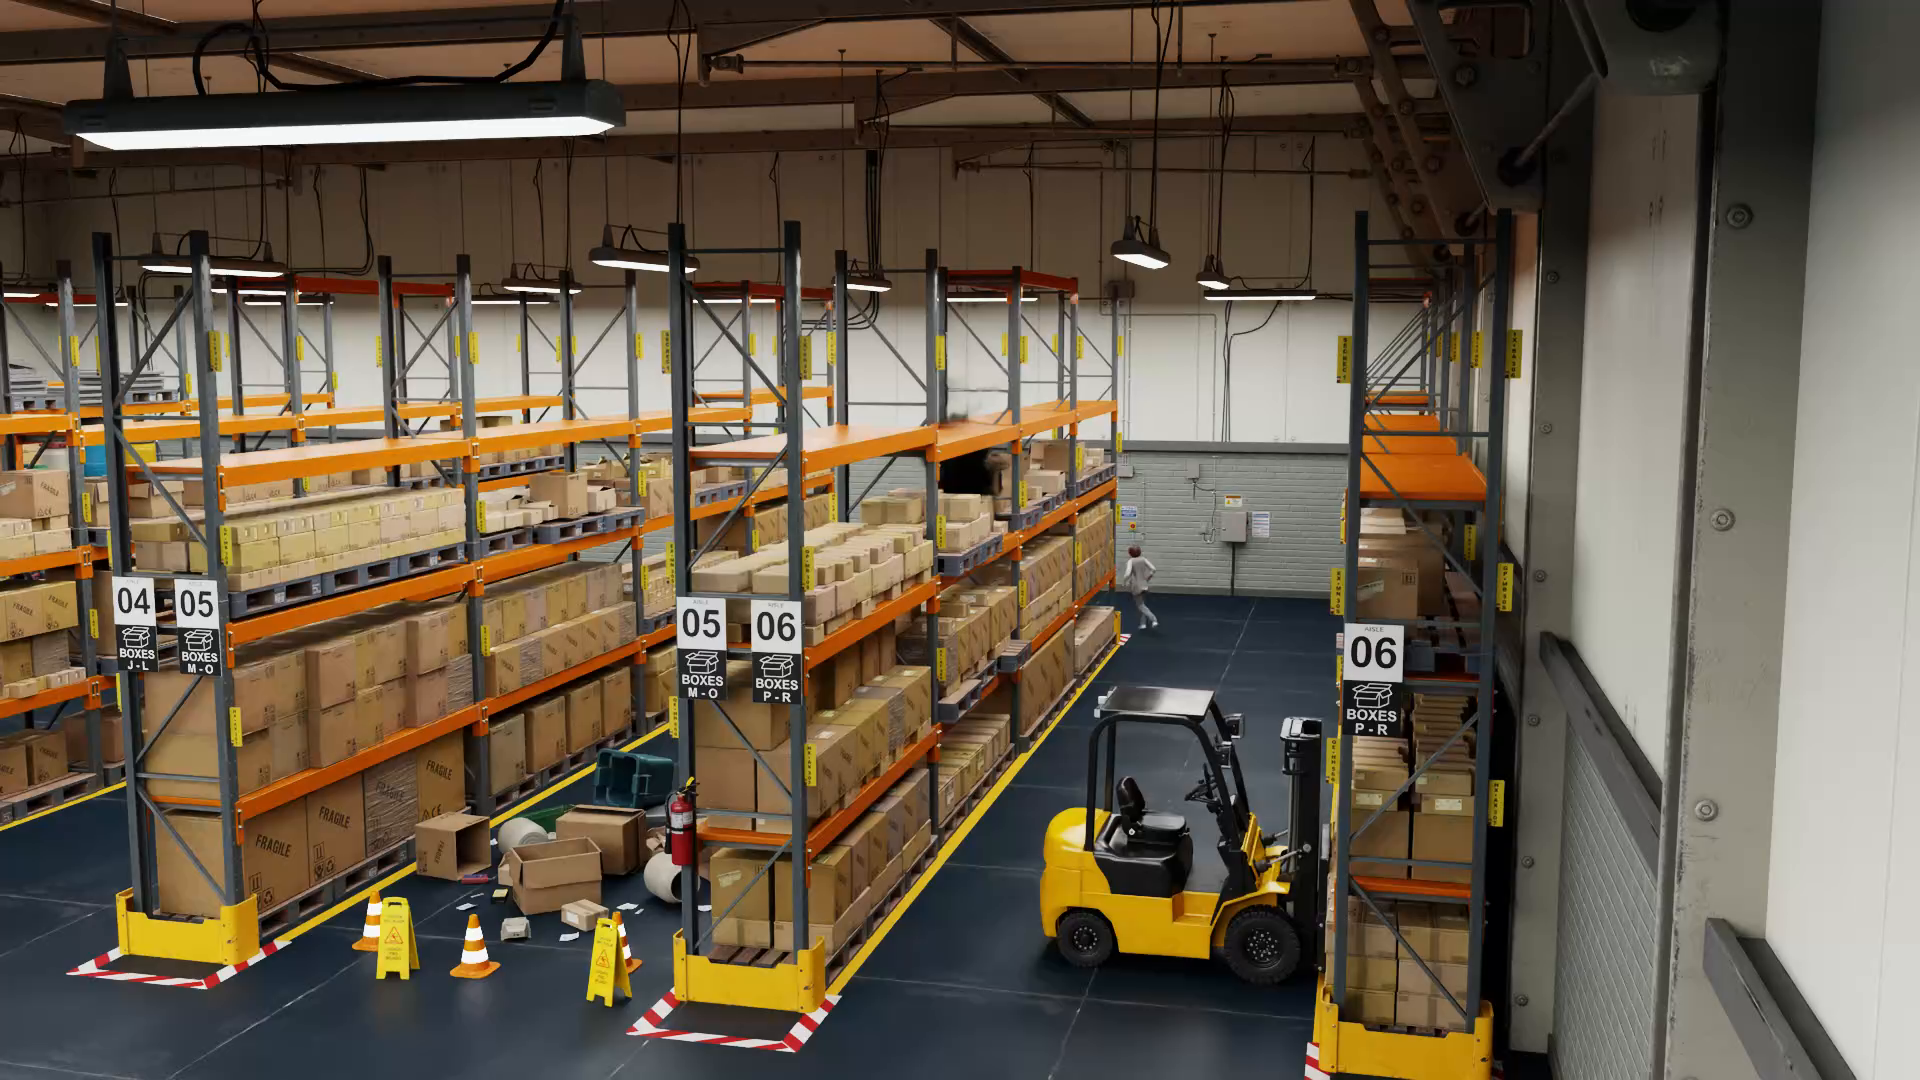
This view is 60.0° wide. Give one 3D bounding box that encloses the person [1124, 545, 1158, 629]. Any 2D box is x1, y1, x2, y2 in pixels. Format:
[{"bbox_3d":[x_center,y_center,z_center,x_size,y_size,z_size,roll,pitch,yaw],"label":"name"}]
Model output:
[{"bbox_3d":[3.134,0.878,29.166,0.630,1.533,0.742,-4,8,-29],"label":"person"}]
